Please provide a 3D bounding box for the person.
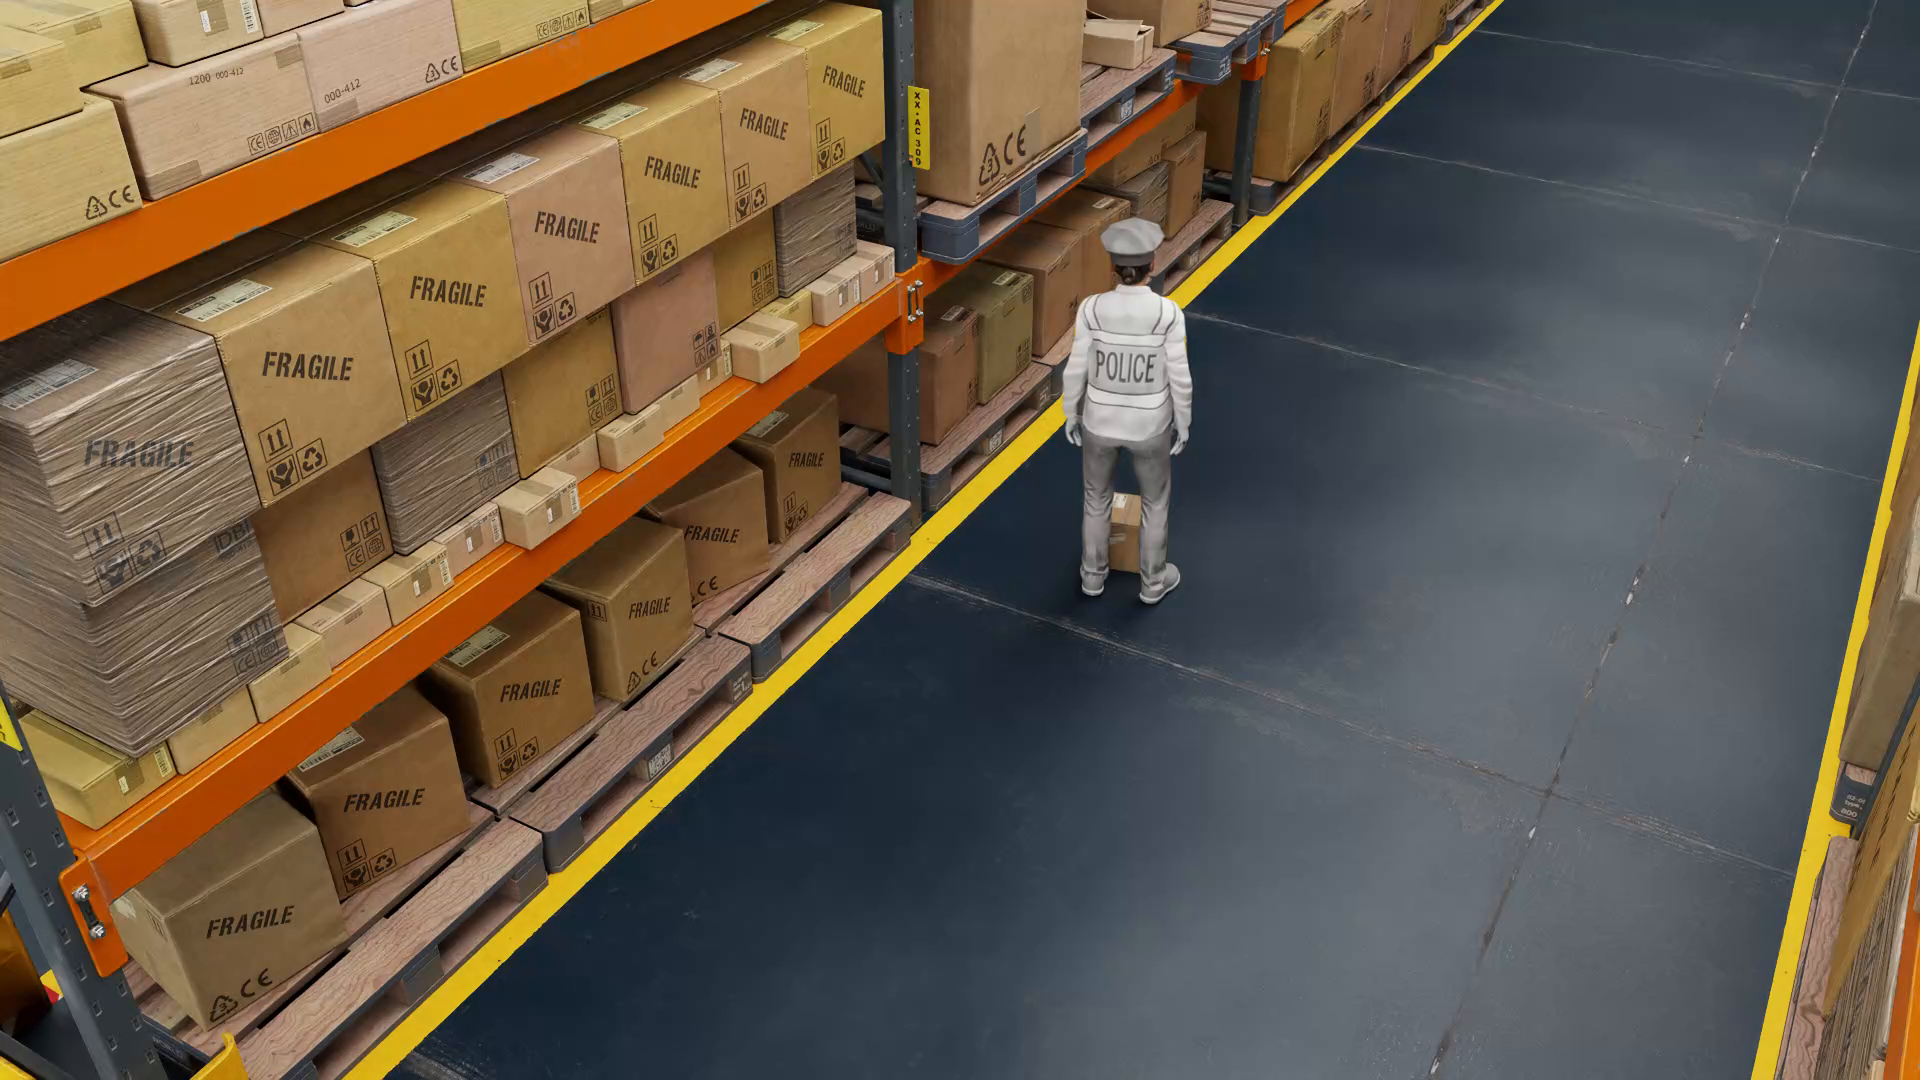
[{"bbox_3d":[0.686,-0.483,6.848,0.540,1.662,0.374,7,35,10],"label":"person"}]
